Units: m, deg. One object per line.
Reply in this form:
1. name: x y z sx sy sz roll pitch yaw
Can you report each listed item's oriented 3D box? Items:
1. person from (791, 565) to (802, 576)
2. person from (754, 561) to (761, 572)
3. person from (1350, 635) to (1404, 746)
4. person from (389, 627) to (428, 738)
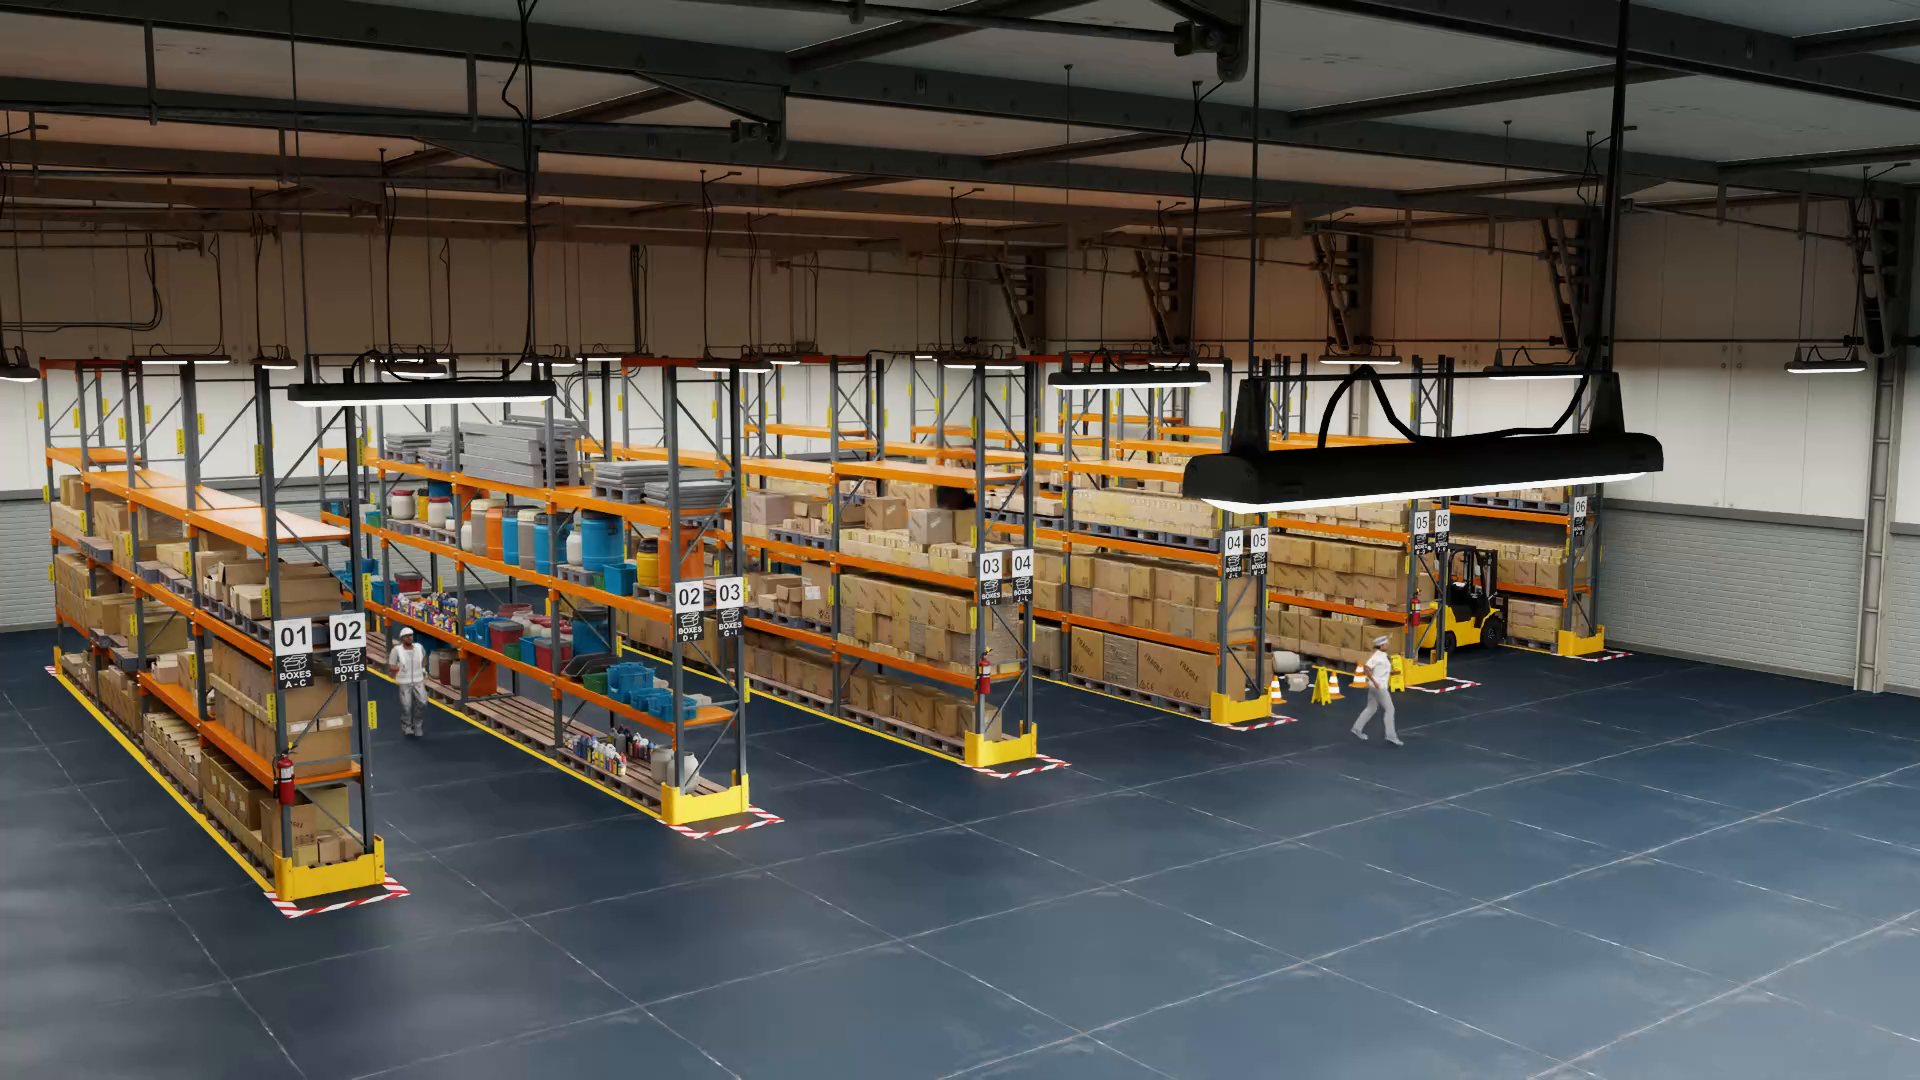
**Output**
1. person: -4.129 0.426 42.710 0.598 1.556 0.553 -4 8 -31
2. person: -4.121 1.289 34.652 0.673 1.755 0.926 -6 9 -40
3. person: 6.578 2.344 26.149 0.815 1.730 0.571 1 7 10
4. person: -8.723 2.283 26.464 0.659 1.782 0.645 -5 8 -33
